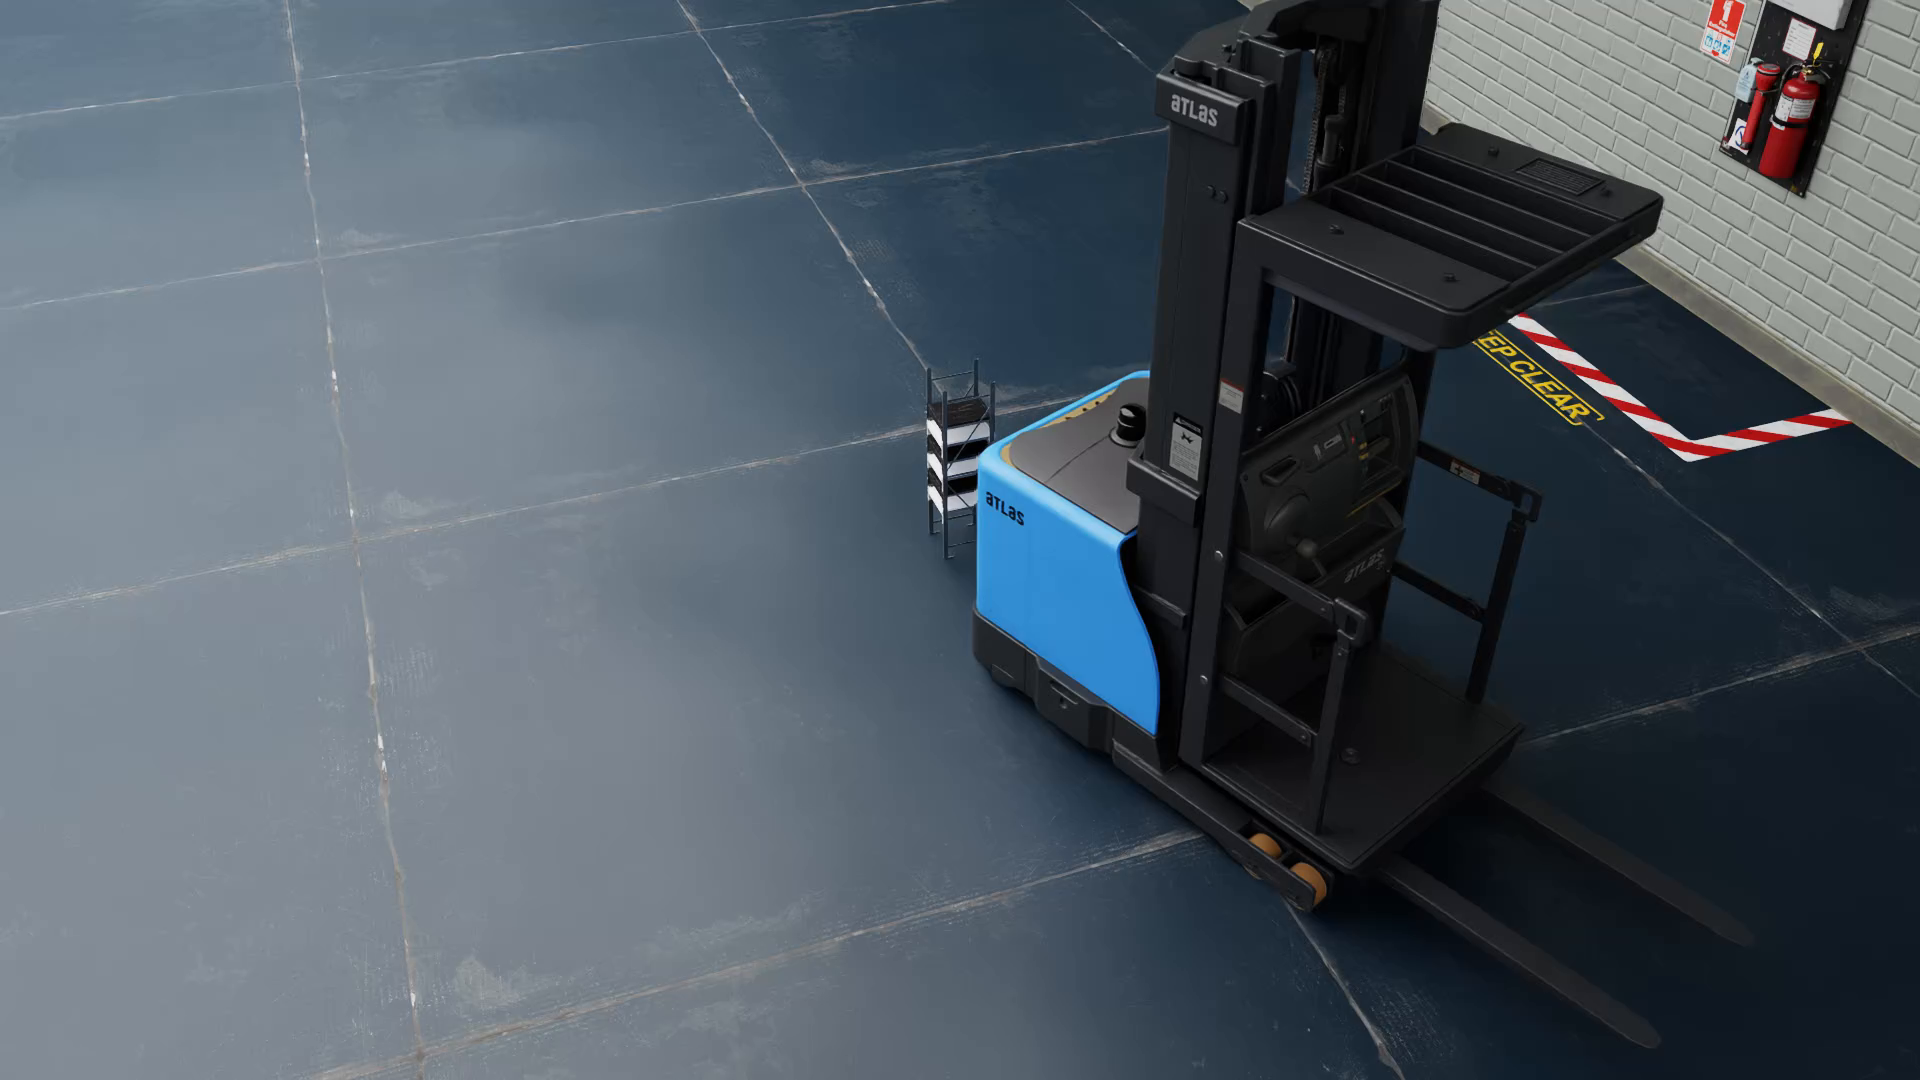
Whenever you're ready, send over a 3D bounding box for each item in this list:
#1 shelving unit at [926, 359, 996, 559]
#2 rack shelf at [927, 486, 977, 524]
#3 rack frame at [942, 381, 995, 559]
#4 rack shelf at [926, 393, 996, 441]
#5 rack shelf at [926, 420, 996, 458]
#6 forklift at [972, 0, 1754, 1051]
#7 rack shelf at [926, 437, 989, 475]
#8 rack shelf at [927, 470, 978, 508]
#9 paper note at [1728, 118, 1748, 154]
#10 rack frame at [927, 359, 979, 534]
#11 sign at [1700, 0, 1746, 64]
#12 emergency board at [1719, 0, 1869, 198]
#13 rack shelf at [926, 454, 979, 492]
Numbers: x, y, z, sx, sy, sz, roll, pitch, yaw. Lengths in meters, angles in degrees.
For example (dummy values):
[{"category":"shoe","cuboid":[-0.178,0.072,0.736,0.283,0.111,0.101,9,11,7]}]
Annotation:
[{"category":"shelving unit","cuboid":[0.003,-0.355,7.473,0.258,0.900,0.210,-12,39,-16]},{"category":"rack shelf","cuboid":[0.003,-0.184,7.602,0.258,0.077,0.200,-12,39,-16]},{"category":"rack frame","cuboid":[0.038,-0.297,7.397,0.240,0.900,0.006,-12,39,-16]},{"category":"rack shelf","cuboid":[0.003,-0.544,7.331,0.258,0.077,0.200,-12,39,-16]},{"category":"rack shelf","cuboid":[0.003,-0.472,7.385,0.258,0.077,0.200,-12,39,-16]},{"category":"forklift","cuboid":[1.415,-0.192,5.569,1.130,2.935,3.031,-29,46,-32]},{"category":"rack shelf","cuboid":[0.003,-0.400,7.439,0.258,0.077,0.200,-12,39,-16]},{"category":"rack shelf","cuboid":[0.003,-0.256,7.547,0.258,0.077,0.200,-12,39,-16]},{"category":"paper note","cuboid":[4.157,-2.145,8.837,0.016,0.148,0.142,-12,39,-16]},{"category":"rack frame","cuboid":[-0.032,-0.412,7.549,0.240,0.900,0.006,-12,39,-16]},{"category":"sign","cuboid":[4.059,-2.731,8.852,0.001,0.329,0.234,-12,39,-16]},{"category":"emergency board","cuboid":[4.153,-2.383,8.420,0.194,1.169,0.643,-12,39,-16]},{"category":"rack shelf","cuboid":[0.003,-0.328,7.493,0.258,0.077,0.200,-12,39,-16]}]
